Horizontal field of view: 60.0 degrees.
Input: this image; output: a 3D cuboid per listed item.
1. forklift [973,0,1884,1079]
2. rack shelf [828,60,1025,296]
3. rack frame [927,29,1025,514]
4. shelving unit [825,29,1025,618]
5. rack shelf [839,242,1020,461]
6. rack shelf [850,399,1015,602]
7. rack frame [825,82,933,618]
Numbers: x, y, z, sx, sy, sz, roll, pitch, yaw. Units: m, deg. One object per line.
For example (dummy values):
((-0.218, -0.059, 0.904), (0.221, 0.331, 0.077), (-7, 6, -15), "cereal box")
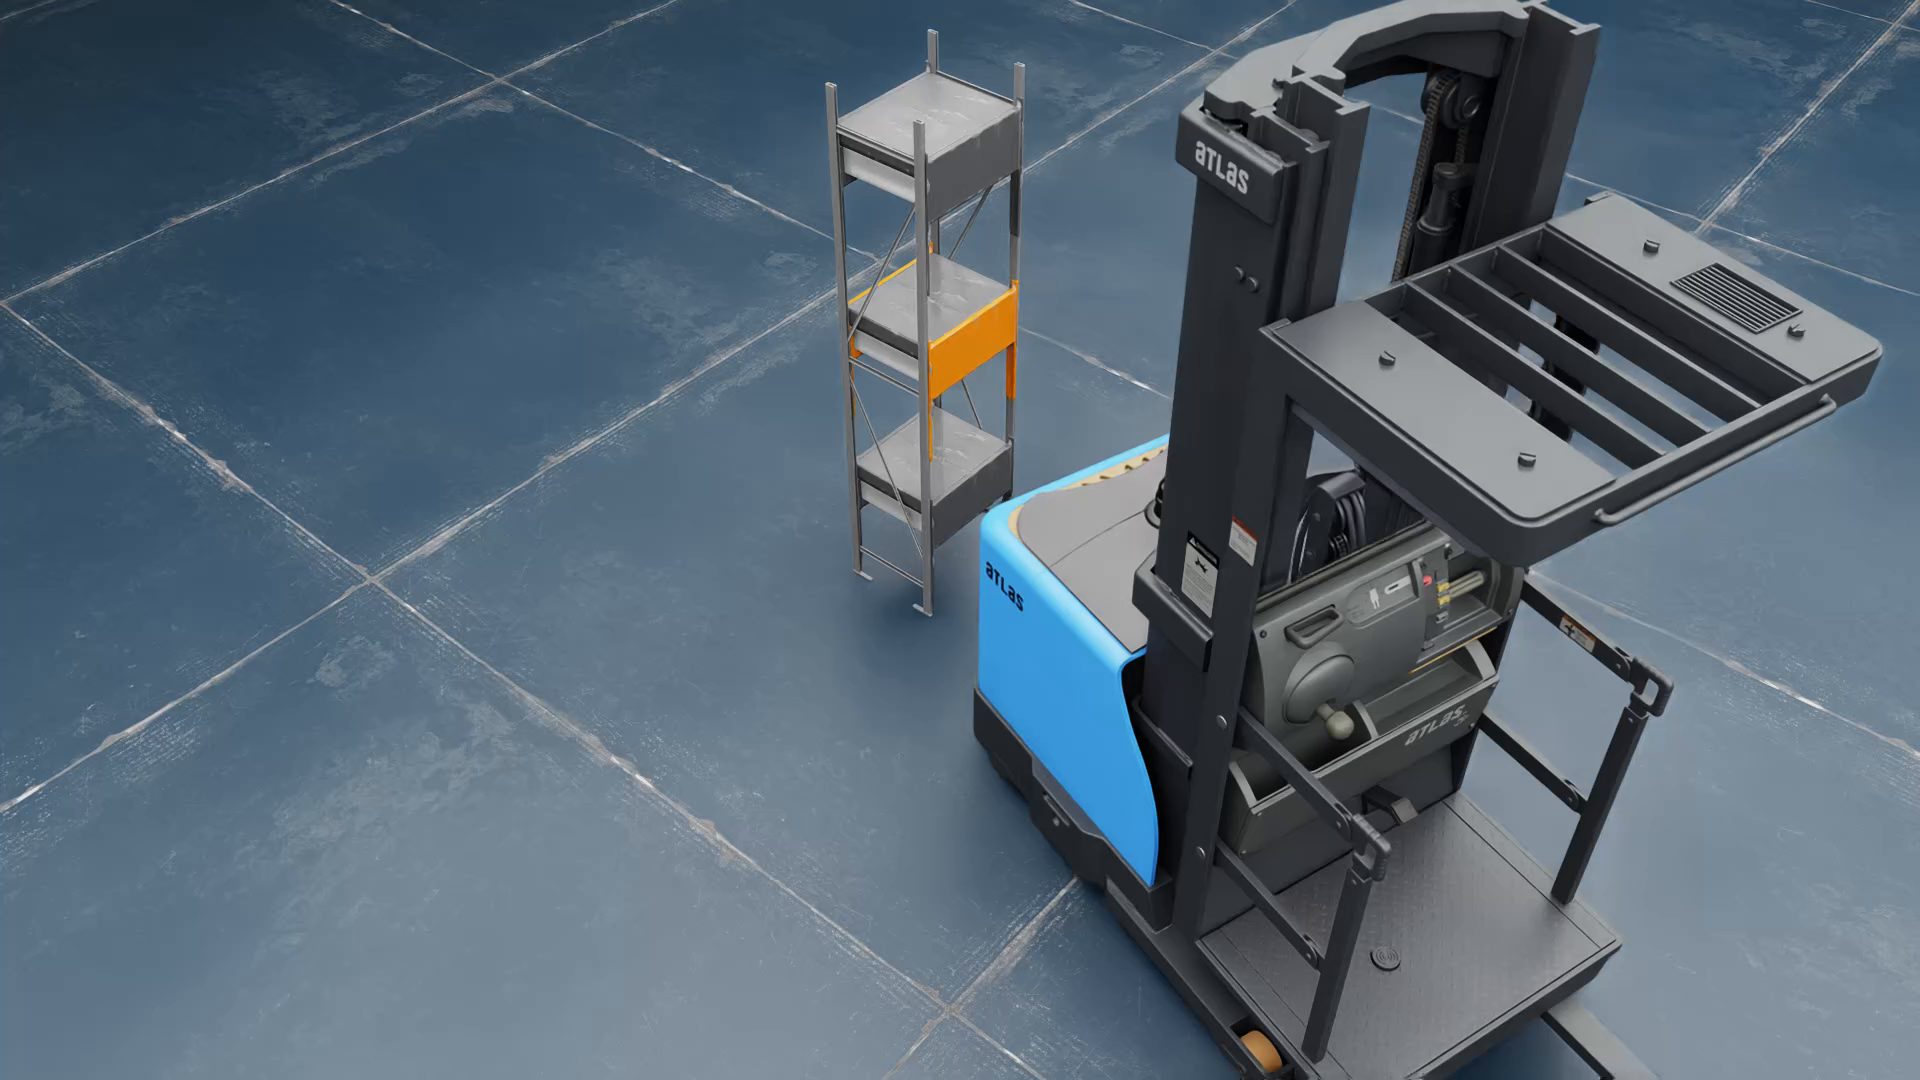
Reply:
((1.258, 0.288, 4.254), (1.130, 2.935, 3.031), (-23, 47, -23), "forklift")
((-0.107, -1.199, 5.488), (0.431, 0.518, 0.480), (29, 50, 28), "rack shelf")
((0.050, -0.817, 6.088), (0.400, 2.100, 0.015), (29, 50, 28), "rack frame")
((-0.107, -0.692, 5.950), (0.431, 2.100, 0.503), (29, 50, 28), "shelving unit")
((-0.107, -0.682, 5.959), (0.431, 0.518, 0.480), (29, 50, 28), "rack shelf")
((-0.107, -0.164, 6.430), (0.431, 0.518, 0.480), (29, 50, 28), "rack shelf")
((-0.264, -0.566, 5.812), (0.400, 2.100, 0.015), (29, 50, 28), "rack frame")
